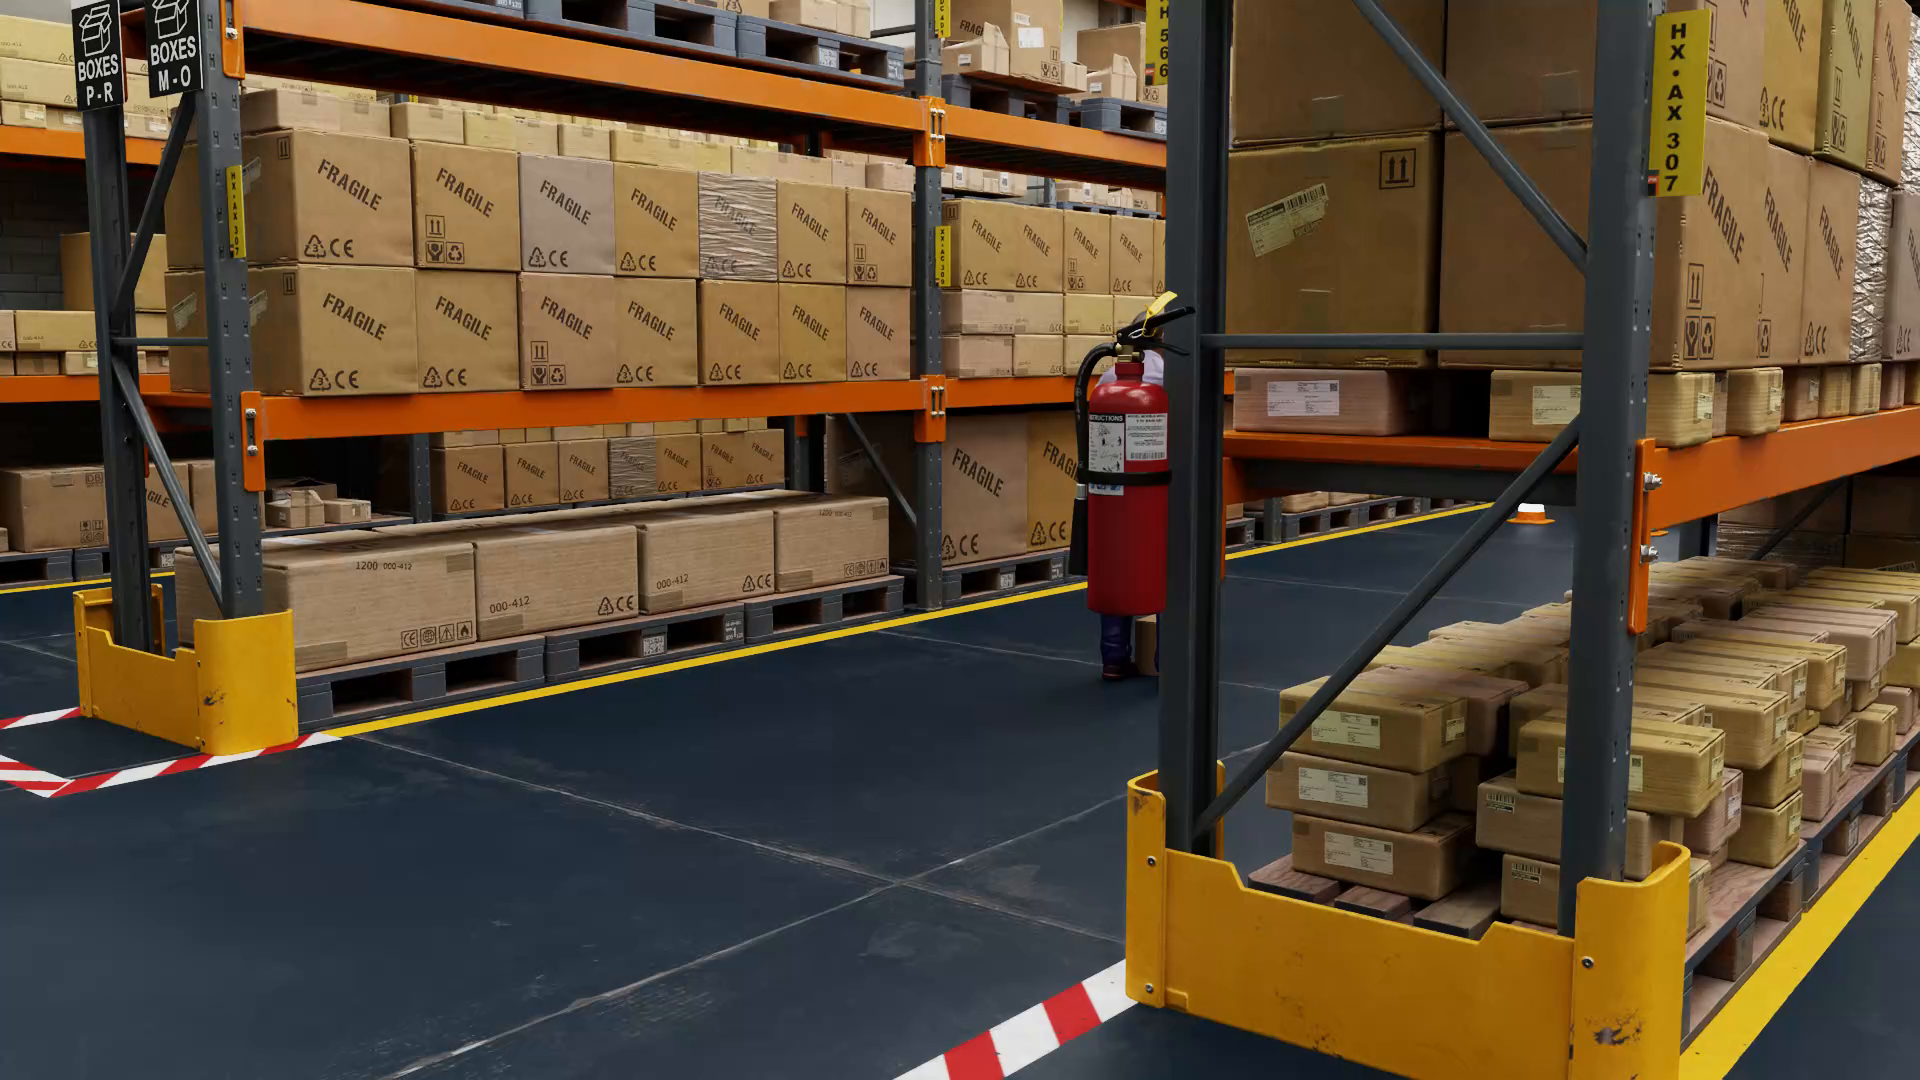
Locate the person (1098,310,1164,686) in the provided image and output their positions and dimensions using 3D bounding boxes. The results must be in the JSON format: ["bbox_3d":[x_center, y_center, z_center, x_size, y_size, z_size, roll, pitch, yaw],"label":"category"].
[{"bbox_3d":[0.823,-0.188,7.353,0.552,1.652,0.367,5,9,37],"label":"person"}]
